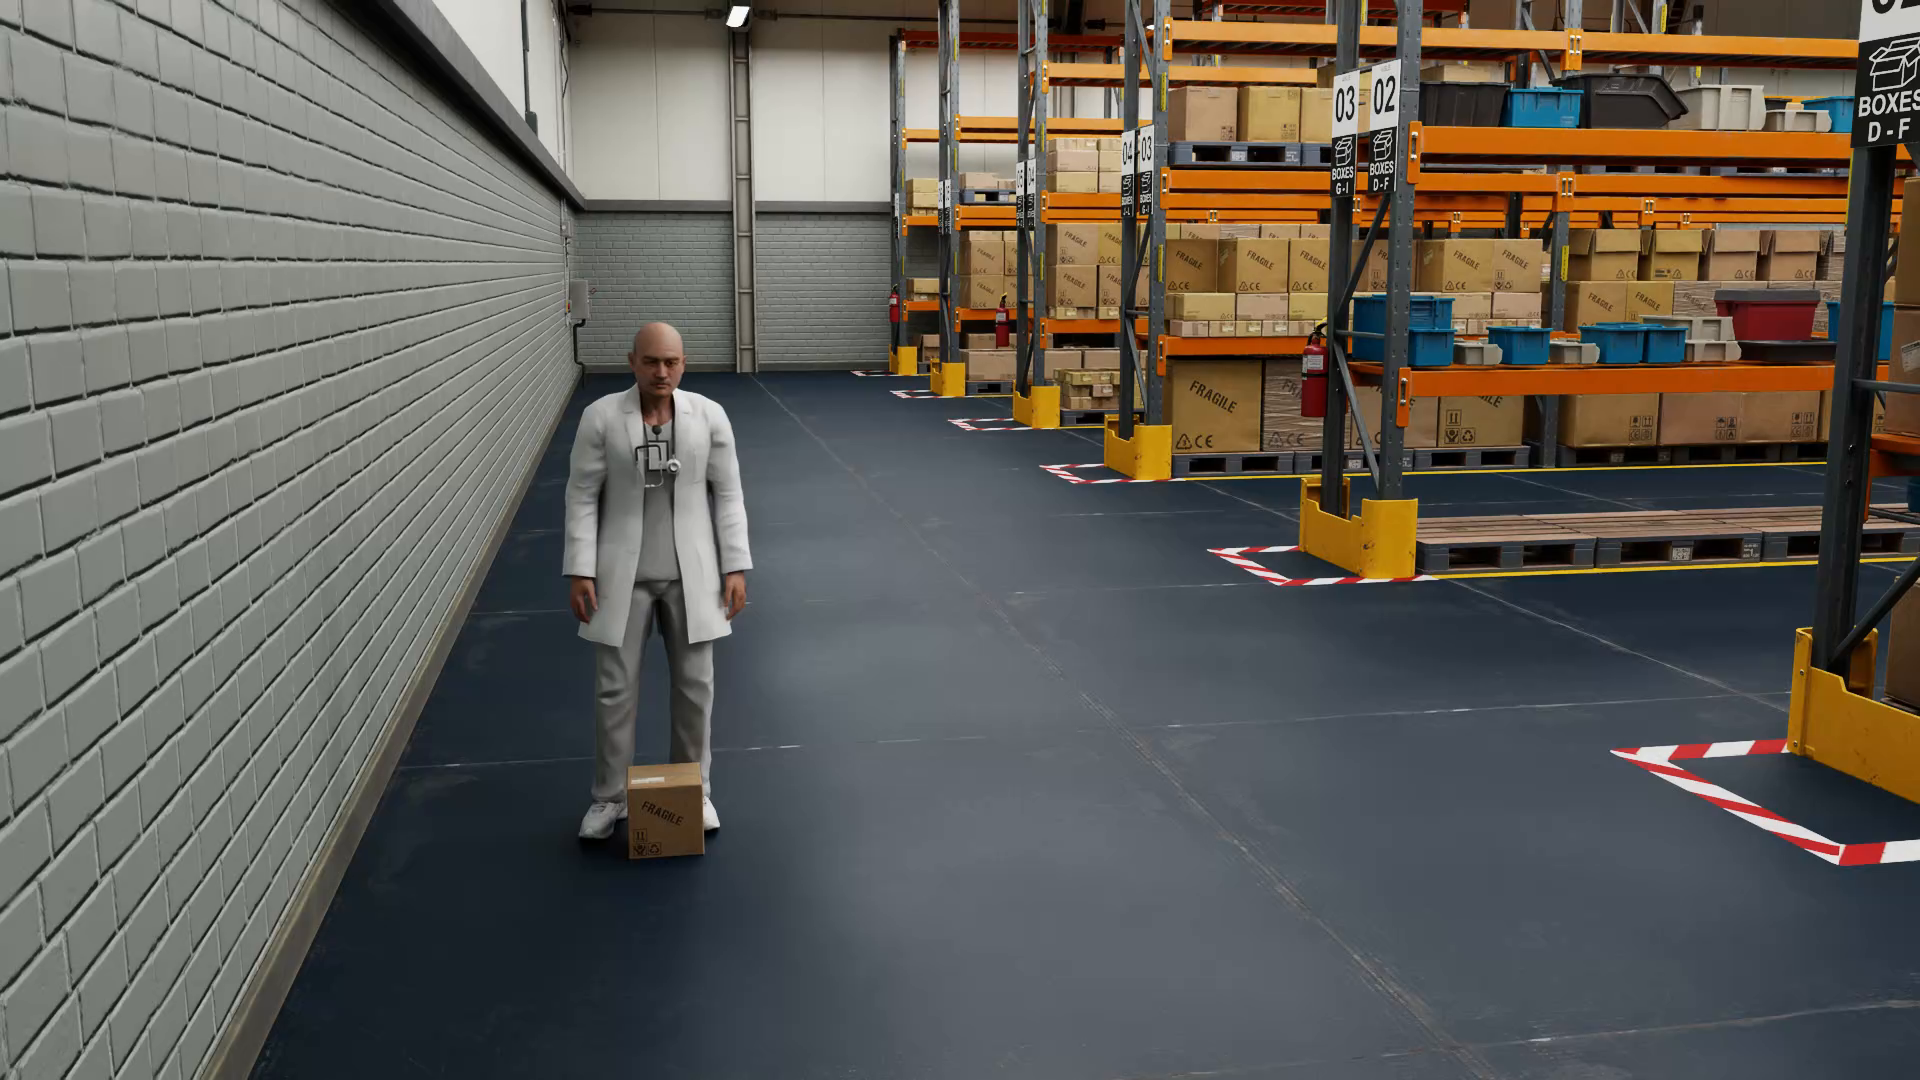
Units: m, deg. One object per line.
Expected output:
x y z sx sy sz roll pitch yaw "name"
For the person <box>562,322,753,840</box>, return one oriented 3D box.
-1.052 0.132 5.803 0.655 1.775 0.420 -2 10 -14 "person"
